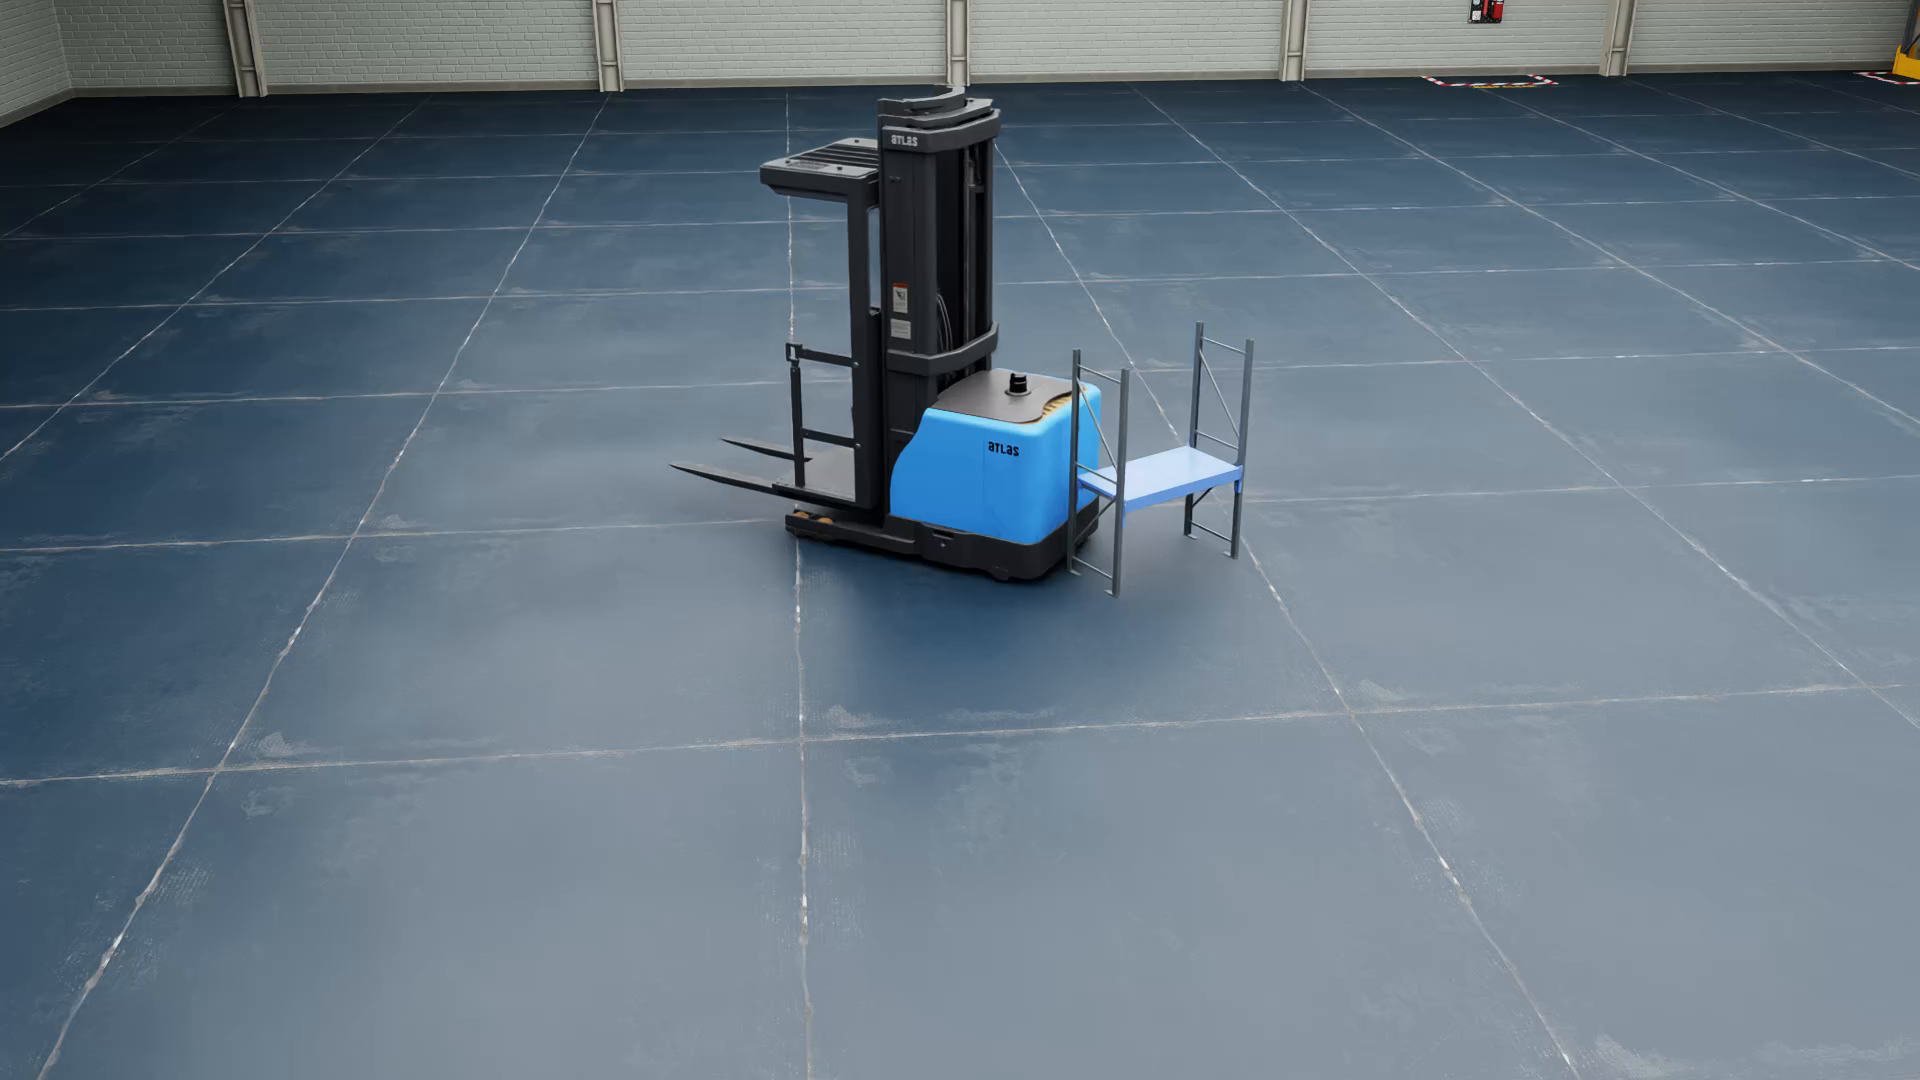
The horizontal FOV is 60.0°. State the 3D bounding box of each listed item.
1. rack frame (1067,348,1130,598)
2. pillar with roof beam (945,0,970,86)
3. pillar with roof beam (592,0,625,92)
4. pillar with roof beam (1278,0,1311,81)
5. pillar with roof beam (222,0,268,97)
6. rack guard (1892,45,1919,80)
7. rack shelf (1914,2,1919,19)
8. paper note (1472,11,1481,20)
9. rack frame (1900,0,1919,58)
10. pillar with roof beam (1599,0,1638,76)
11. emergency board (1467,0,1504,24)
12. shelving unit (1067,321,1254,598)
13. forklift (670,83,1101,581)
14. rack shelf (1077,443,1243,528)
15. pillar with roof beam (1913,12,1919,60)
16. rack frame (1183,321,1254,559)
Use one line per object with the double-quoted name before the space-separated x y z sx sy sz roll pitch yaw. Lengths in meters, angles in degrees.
"rack frame" 0.849 -0.407 10.319 0.032 1.500 0.500 -16 29 -32
"pillar with roof beam" 0.385 -10.389 23.544 0.400 9.000 9.100 -2 24 -5
"pillar with roof beam" -5.586 -10.150 23.006 0.400 9.000 9.100 -2 24 -5
"pillar with roof beam" 6.356 -10.629 24.083 0.400 9.000 9.100 -2 24 -5
"pillar with roof beam" -11.557 -9.910 22.467 0.400 9.000 9.100 -2 24 -5
"rack guard" 17.339 -8.590 29.959 0.348 0.500 1.175 -2 24 -5
"rack shelf" 19.253 -9.480 29.771 4.000 0.370 1.077 -2 24 -5
"paper note" 9.258 -9.402 29.794 0.142 0.148 0.016 -2 24 -5
"rack frame" 17.263 -9.729 29.445 0.127 3.000 1.000 -2 24 -5
"pillar with roof beam" 12.327 -10.868 24.622 0.400 9.000 9.100 -2 24 -5
"emergency board" 9.441 -9.784 29.568 0.643 1.169 0.194 -2 24 -5
"shelving unit" 1.264 -0.526 10.586 1.048 1.500 0.538 -16 29 -32
"forklift" -0.601 -1.496 11.006 3.031 2.935 1.130 13 27 26
"rack shelf" 1.264 -0.361 10.659 1.000 0.185 0.538 -16 29 -32
"pillar with roof beam" 18.298 -11.108 25.161 0.400 9.000 9.100 -2 24 -5
"rack frame" 1.680 -0.645 10.854 0.032 1.500 0.500 -16 29 -32
